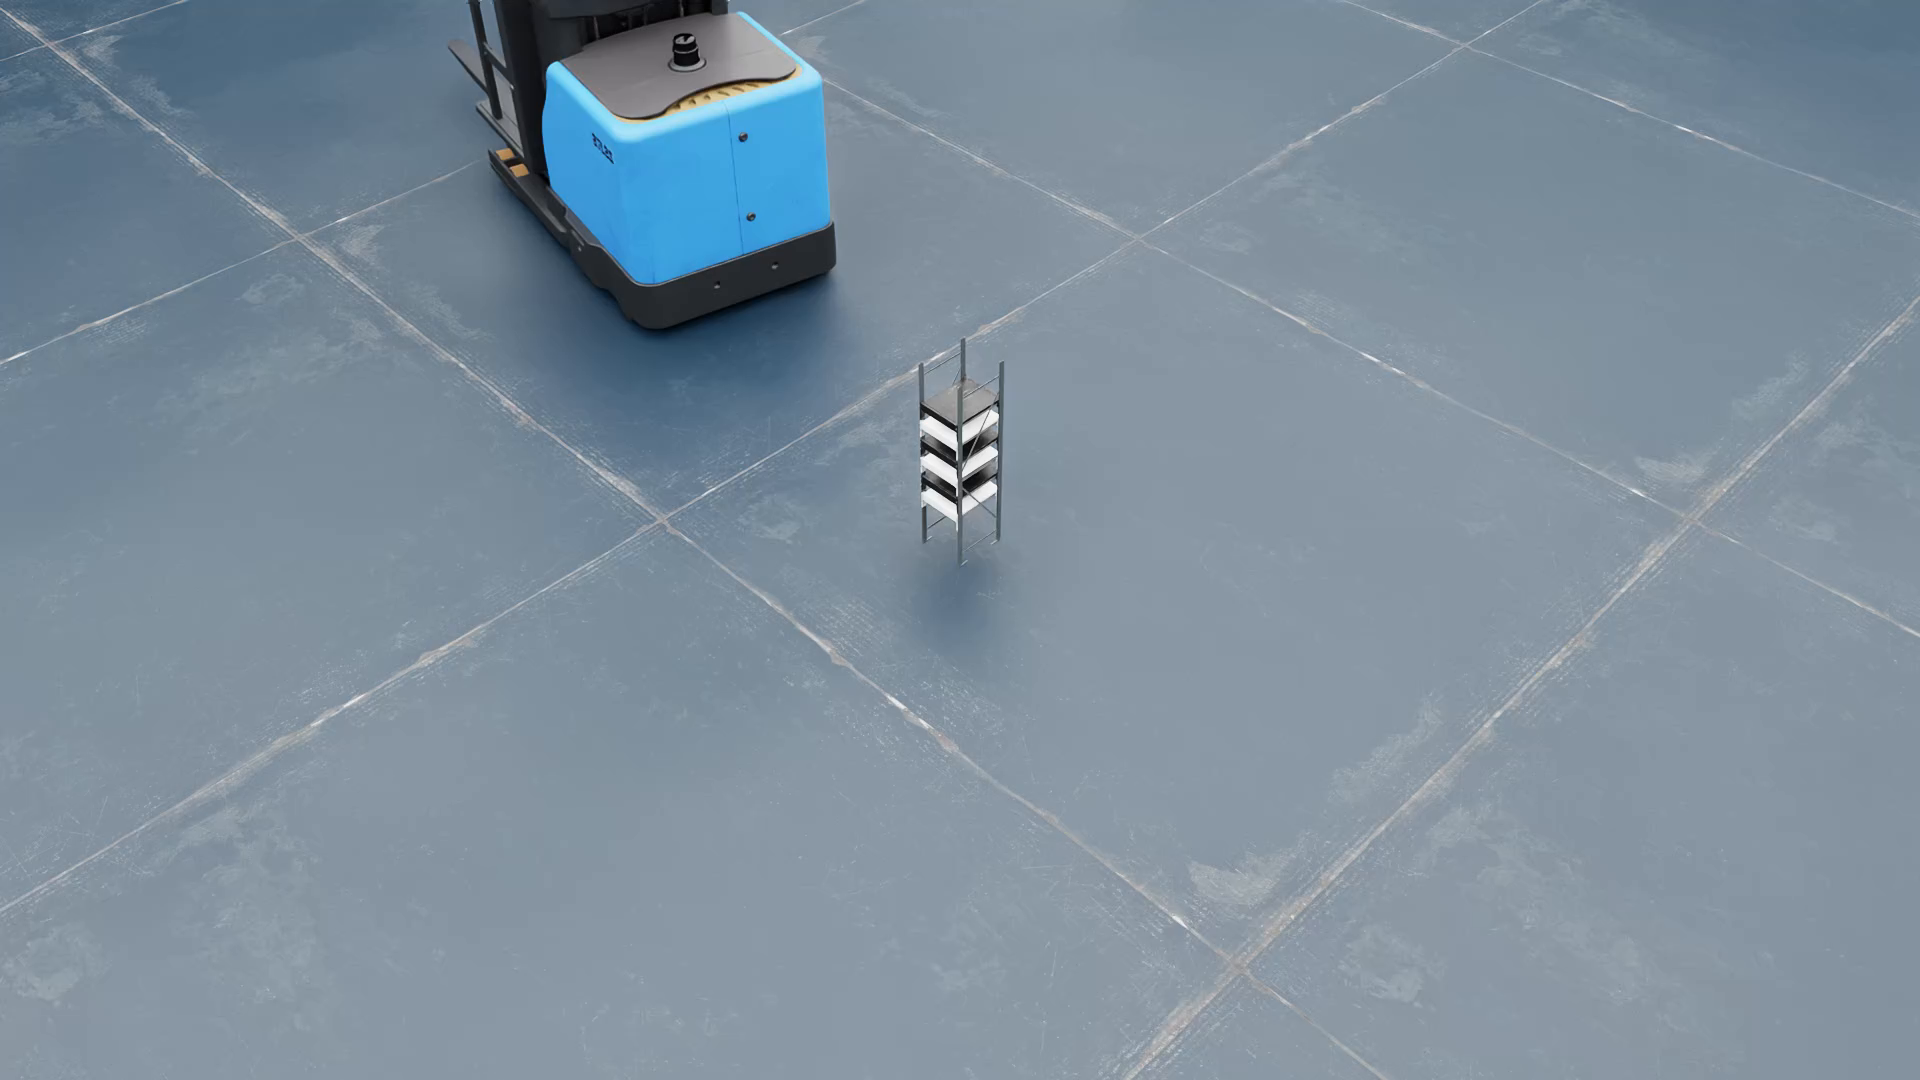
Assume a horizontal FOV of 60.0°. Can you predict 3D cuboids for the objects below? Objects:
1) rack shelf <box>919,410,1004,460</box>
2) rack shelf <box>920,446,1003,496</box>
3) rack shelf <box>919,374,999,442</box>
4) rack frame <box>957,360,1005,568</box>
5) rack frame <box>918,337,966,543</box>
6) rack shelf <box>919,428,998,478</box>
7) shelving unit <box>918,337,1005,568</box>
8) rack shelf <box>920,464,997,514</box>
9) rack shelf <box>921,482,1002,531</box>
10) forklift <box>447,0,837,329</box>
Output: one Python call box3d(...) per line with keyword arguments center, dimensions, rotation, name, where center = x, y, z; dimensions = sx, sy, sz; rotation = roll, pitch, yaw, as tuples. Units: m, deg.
box3d(center=(0.006, -0.434, 6.341), dimensions=(0.258, 0.077, 0.200), rotation=(-34, 53, -31), name="rack shelf")
box3d(center=(0.006, -0.302, 6.463), dimensions=(0.258, 0.077, 0.200), rotation=(-34, 53, -31), name="rack shelf")
box3d(center=(0.006, -0.500, 6.280), dimensions=(0.258, 0.077, 0.200), rotation=(-34, 53, -31), name="rack shelf")
box3d(center=(0.078, -0.278, 6.388), dimensions=(0.240, 0.900, 0.006), rotation=(-34, 53, -31), name="rack frame")
box3d(center=(-0.066, -0.375, 6.493), dimensions=(0.240, 0.900, 0.006), rotation=(-34, 53, -31), name="rack frame")
box3d(center=(0.006, -0.368, 6.402), dimensions=(0.258, 0.077, 0.200), rotation=(-34, 53, -31), name="rack shelf")
box3d(center=(0.006, -0.327, 6.440), dimensions=(0.258, 0.900, 0.210), rotation=(-34, 53, -31), name="shelving unit")
box3d(center=(0.006, -0.236, 6.524), dimensions=(0.258, 0.077, 0.200), rotation=(-34, 53, -31), name="rack shelf")
box3d(center=(0.006, -0.170, 6.585), dimensions=(0.258, 0.077, 0.200), rotation=(-34, 53, -31), name="rack shelf")
box3d(center=(-1.826, -3.027, 7.866), dimensions=(1.130, 2.935, 3.031), rotation=(-24, 48, -24), name="forklift")
